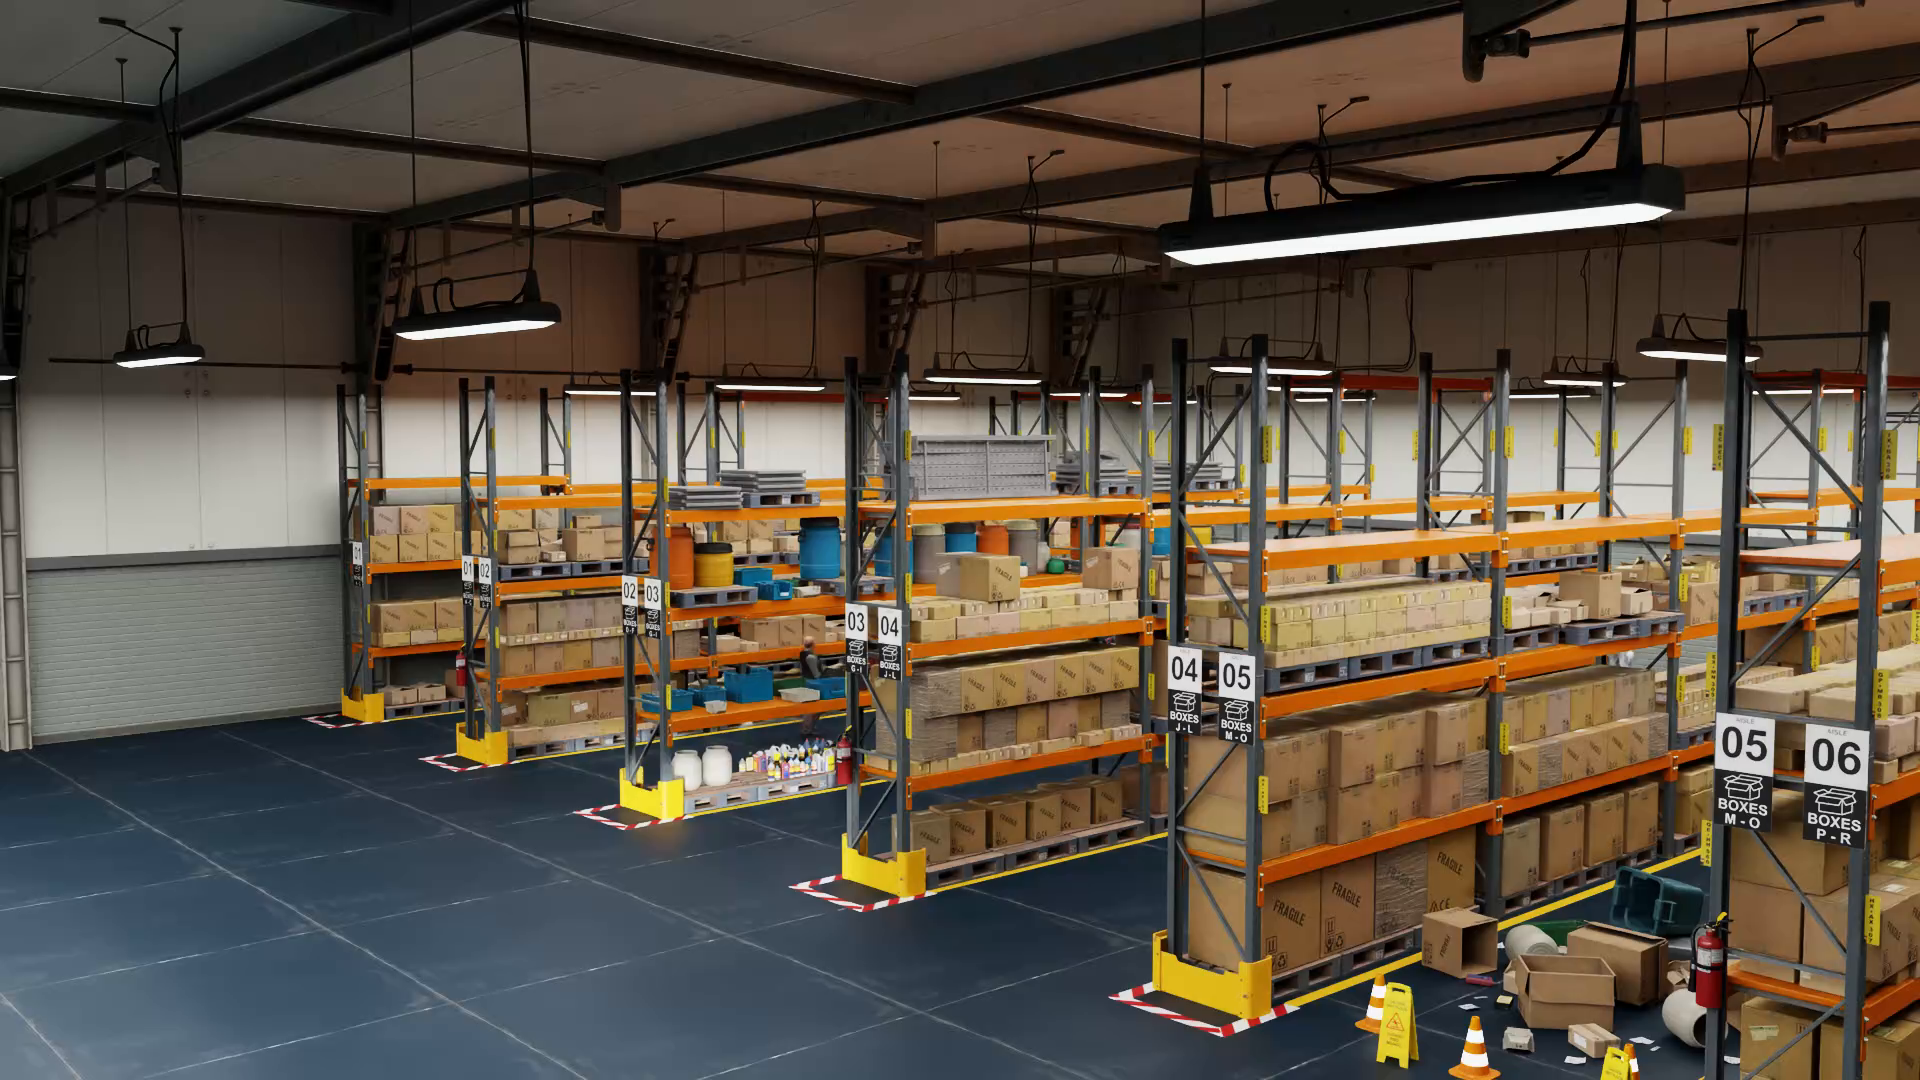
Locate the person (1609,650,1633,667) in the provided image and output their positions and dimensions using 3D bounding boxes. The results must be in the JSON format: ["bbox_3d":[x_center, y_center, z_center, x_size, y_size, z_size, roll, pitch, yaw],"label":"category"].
[{"bbox_3d":[12.775,2.170,32.219,0.540,1.800,0.583,-3,5,-42],"label":"person"}]

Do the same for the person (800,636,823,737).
[{"bbox_3d":[-2.447,2.471,27.939,0.476,1.731,0.521,0,4,-6],"label":"person"}]
